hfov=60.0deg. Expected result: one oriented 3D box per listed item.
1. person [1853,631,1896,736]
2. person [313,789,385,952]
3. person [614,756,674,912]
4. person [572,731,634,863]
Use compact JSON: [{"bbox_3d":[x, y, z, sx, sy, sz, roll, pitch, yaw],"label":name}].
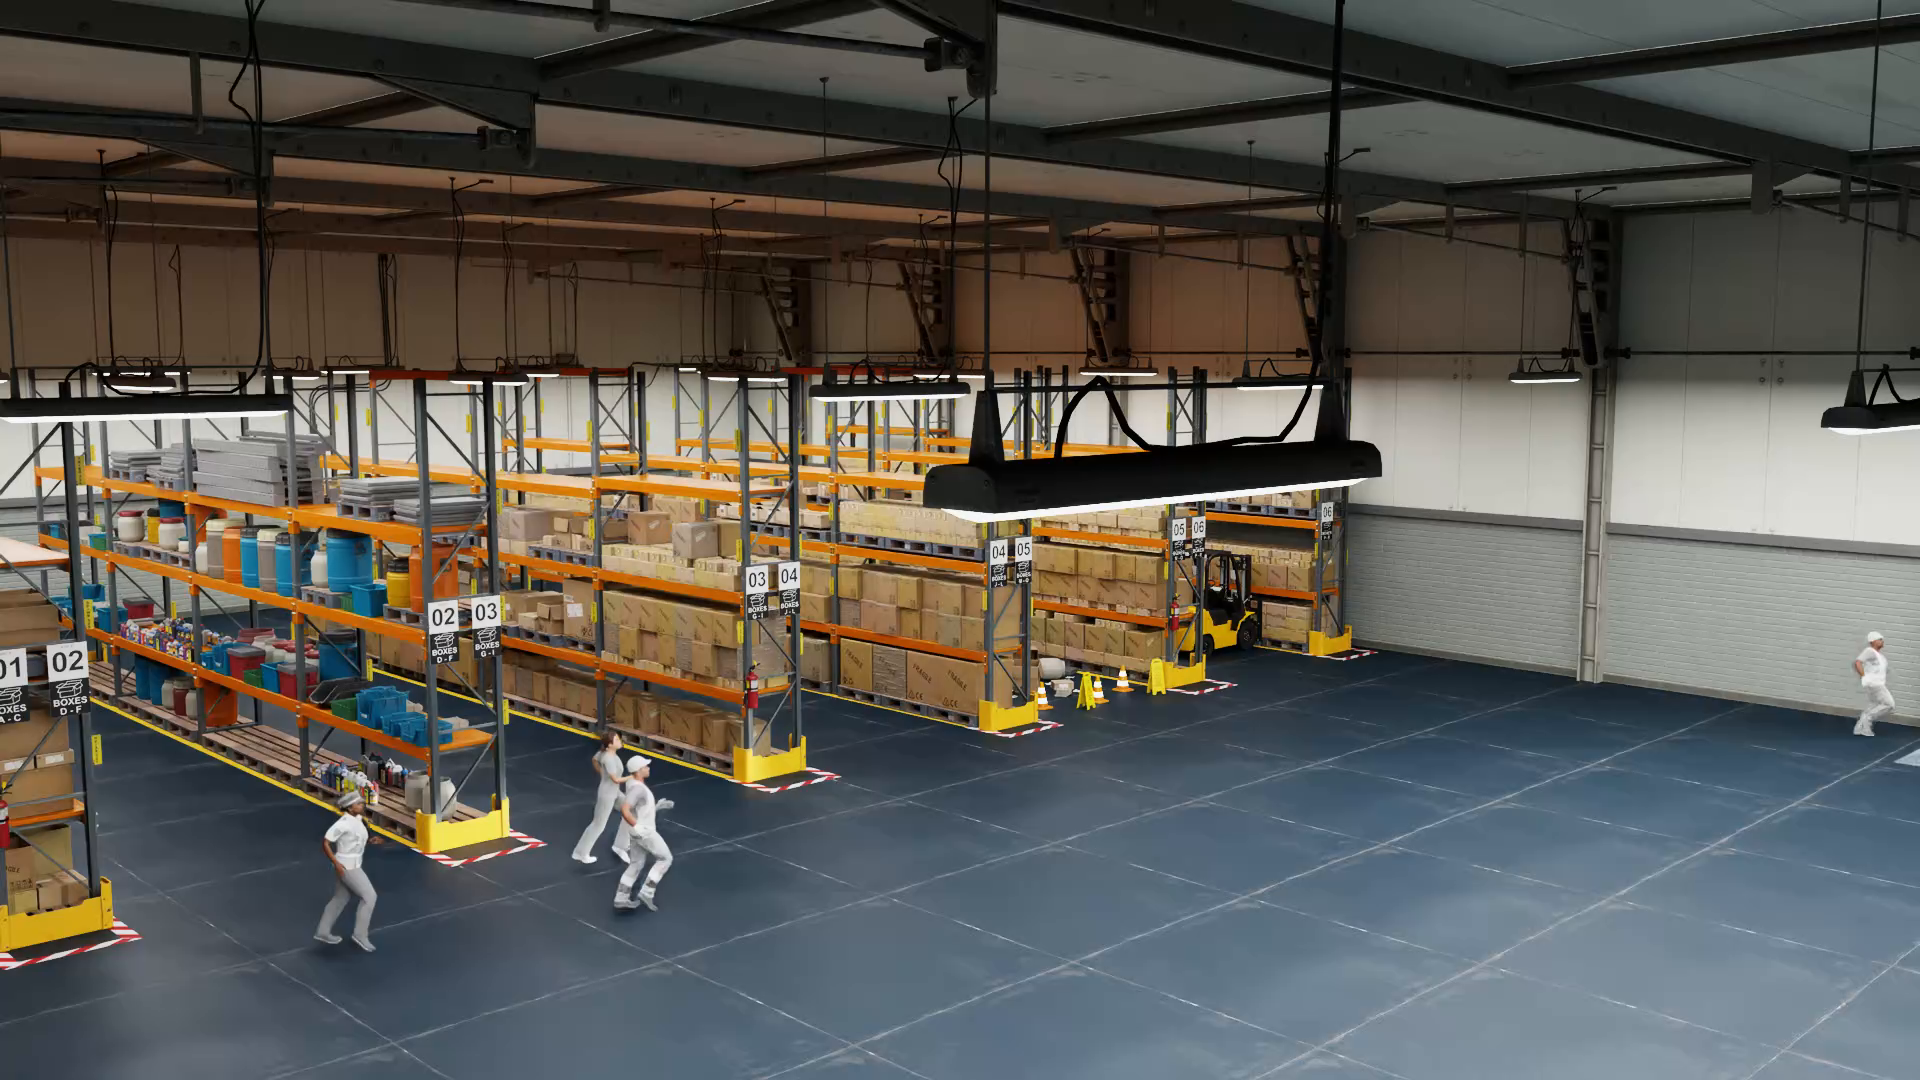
[{"bbox_3d":[15.071,2.370,27.382,0.609,1.724,0.686,4,8,31],"label":"person"},{"bbox_3d":[-6.503,3.507,17.686,0.744,1.749,0.568,-2,7,-14],"label":"person"},{"bbox_3d":[-3.573,3.322,18.831,0.709,1.792,0.640,-3,7,-24],"label":"person"},{"bbox_3d":[-4.368,3.189,20.568,0.872,1.693,0.574,-1,7,-9],"label":"person"}]
